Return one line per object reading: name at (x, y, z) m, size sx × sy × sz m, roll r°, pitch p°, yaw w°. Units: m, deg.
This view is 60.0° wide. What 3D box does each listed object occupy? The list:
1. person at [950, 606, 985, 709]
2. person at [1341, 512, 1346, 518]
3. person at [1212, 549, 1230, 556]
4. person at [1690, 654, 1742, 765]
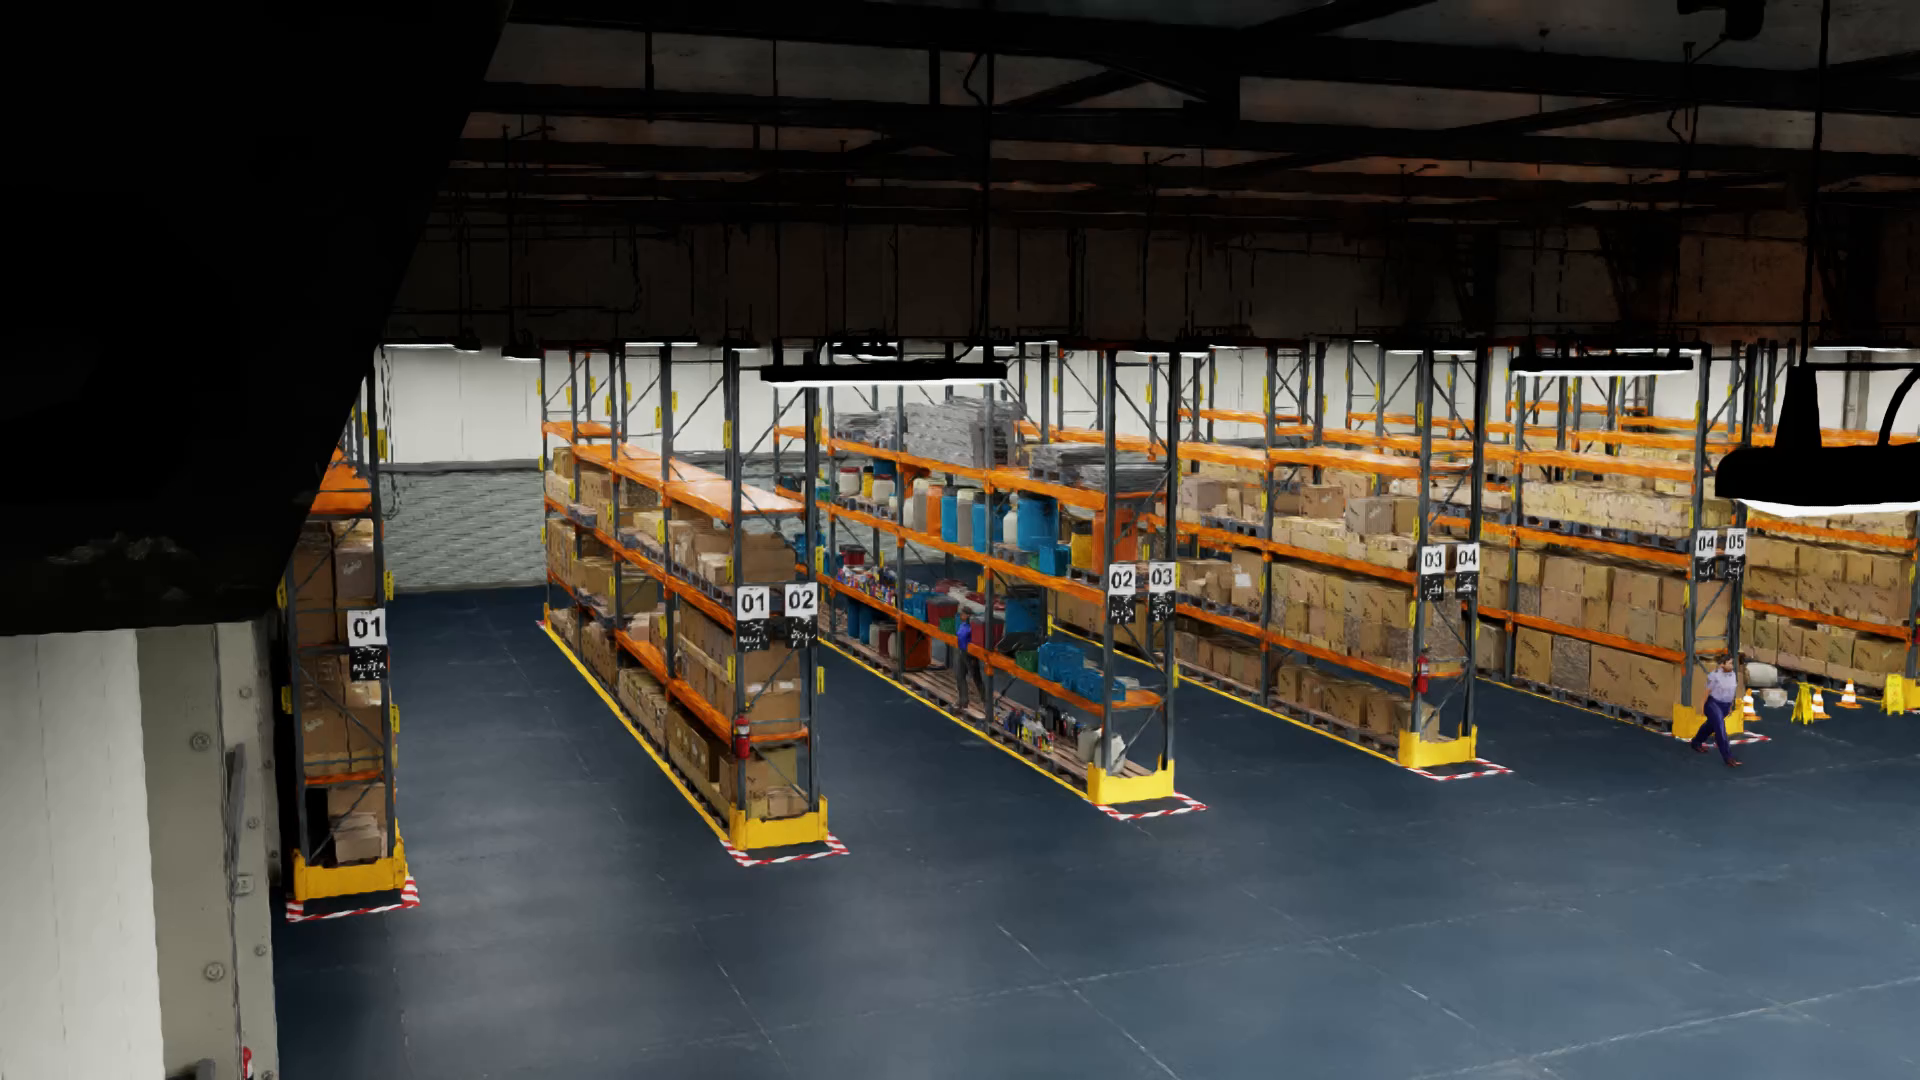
person at (0.176, 1.872, 26.522) m, size 0.553 × 1.648 × 0.626 m, roll -5°, pitch 9°, yaw -34°
person at (9.326, 0.205, 40.220) m, size 0.406 × 1.783 × 0.664 m, roll -2°, pitch 8°, yaw -18°
person at (7.052, -0.458, 45.346) m, size 0.702 × 1.779 × 0.441 m, roll 5°, pitch 9°, yaw 32°
person at (11.043, 2.411, 24.133) m, size 0.478 × 1.567 × 1.093 m, roll -3°, pitch 8°, yaw -24°
